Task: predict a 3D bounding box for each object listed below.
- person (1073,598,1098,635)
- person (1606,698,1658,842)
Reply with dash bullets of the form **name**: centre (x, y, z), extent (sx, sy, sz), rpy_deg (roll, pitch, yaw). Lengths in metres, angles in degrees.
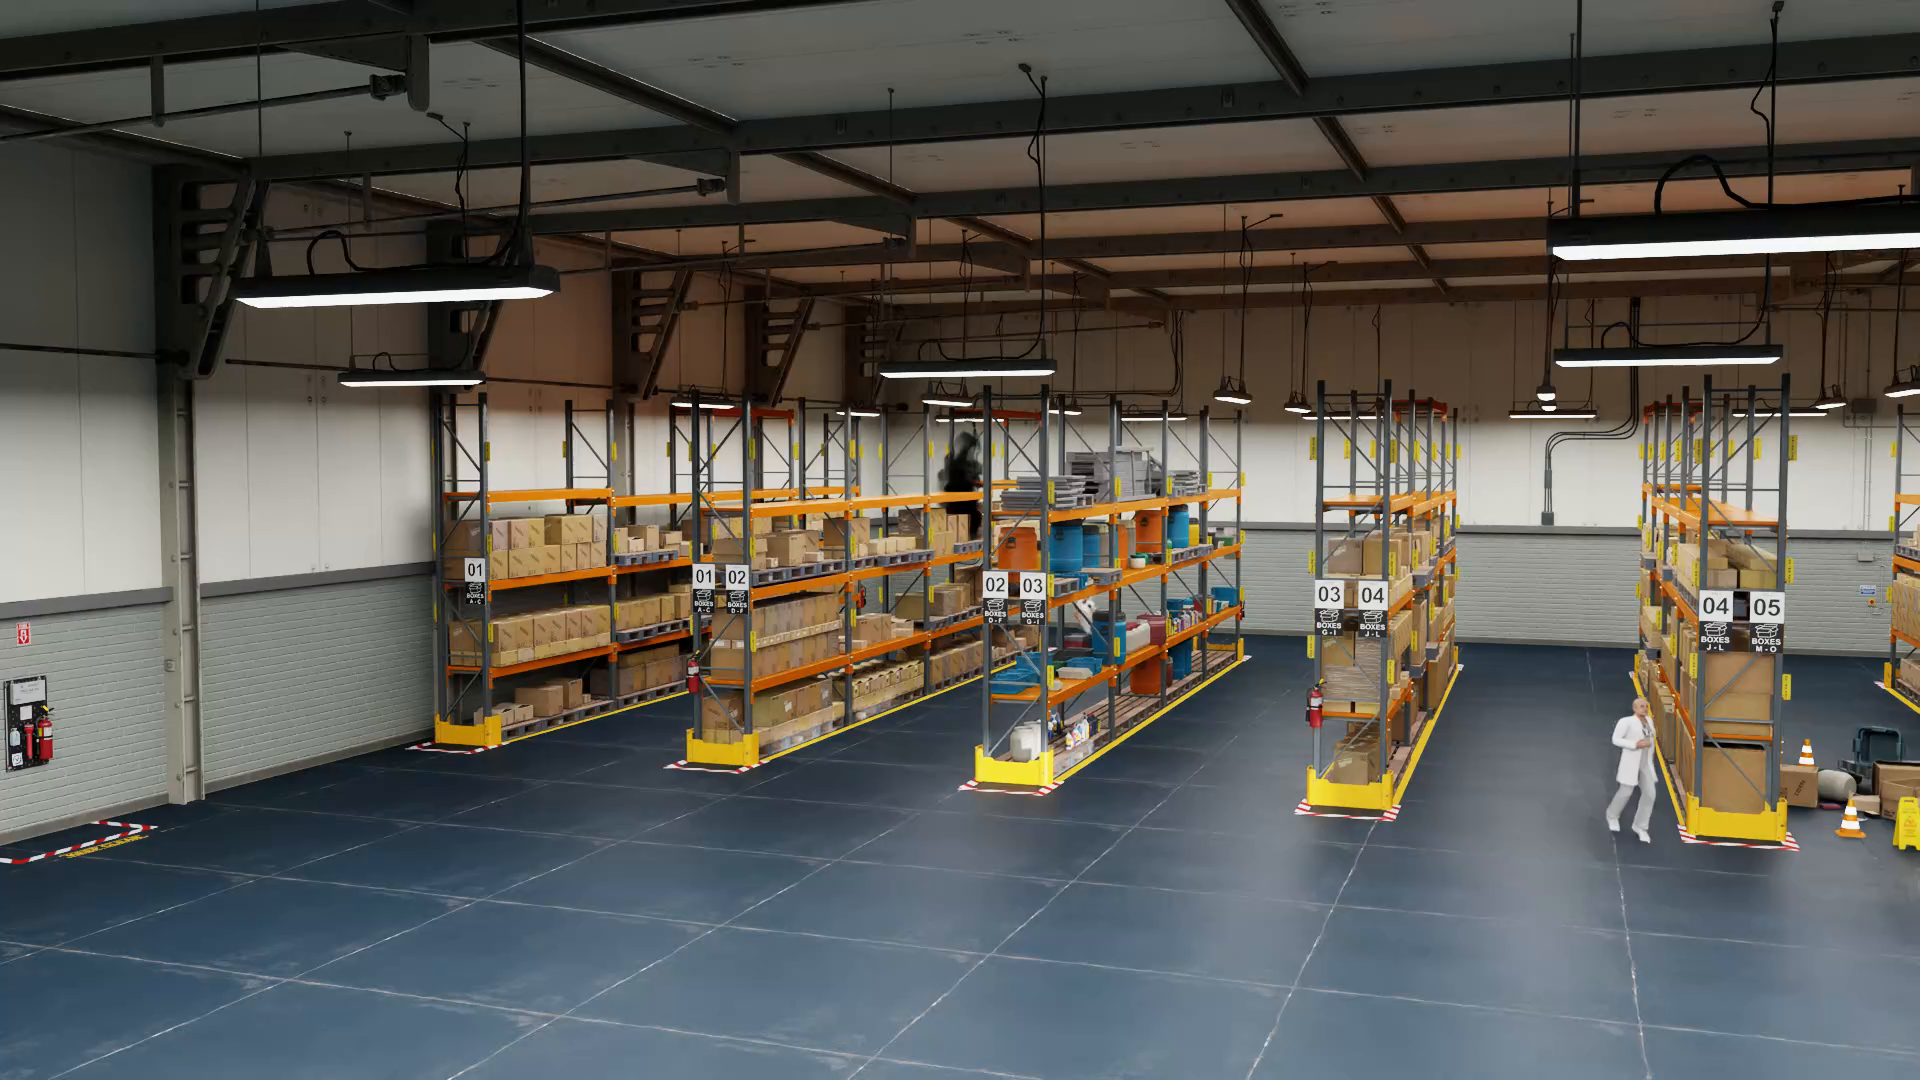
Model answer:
- **person**: centre (3.112, 2.007, 40.684), extent (0.668, 1.503, 0.851), rpy_deg (0, 3, 2)
- **person**: centre (8.773, 2.973, 21.650), extent (0.721, 1.858, 0.805), rpy_deg (-1, 3, -13)
